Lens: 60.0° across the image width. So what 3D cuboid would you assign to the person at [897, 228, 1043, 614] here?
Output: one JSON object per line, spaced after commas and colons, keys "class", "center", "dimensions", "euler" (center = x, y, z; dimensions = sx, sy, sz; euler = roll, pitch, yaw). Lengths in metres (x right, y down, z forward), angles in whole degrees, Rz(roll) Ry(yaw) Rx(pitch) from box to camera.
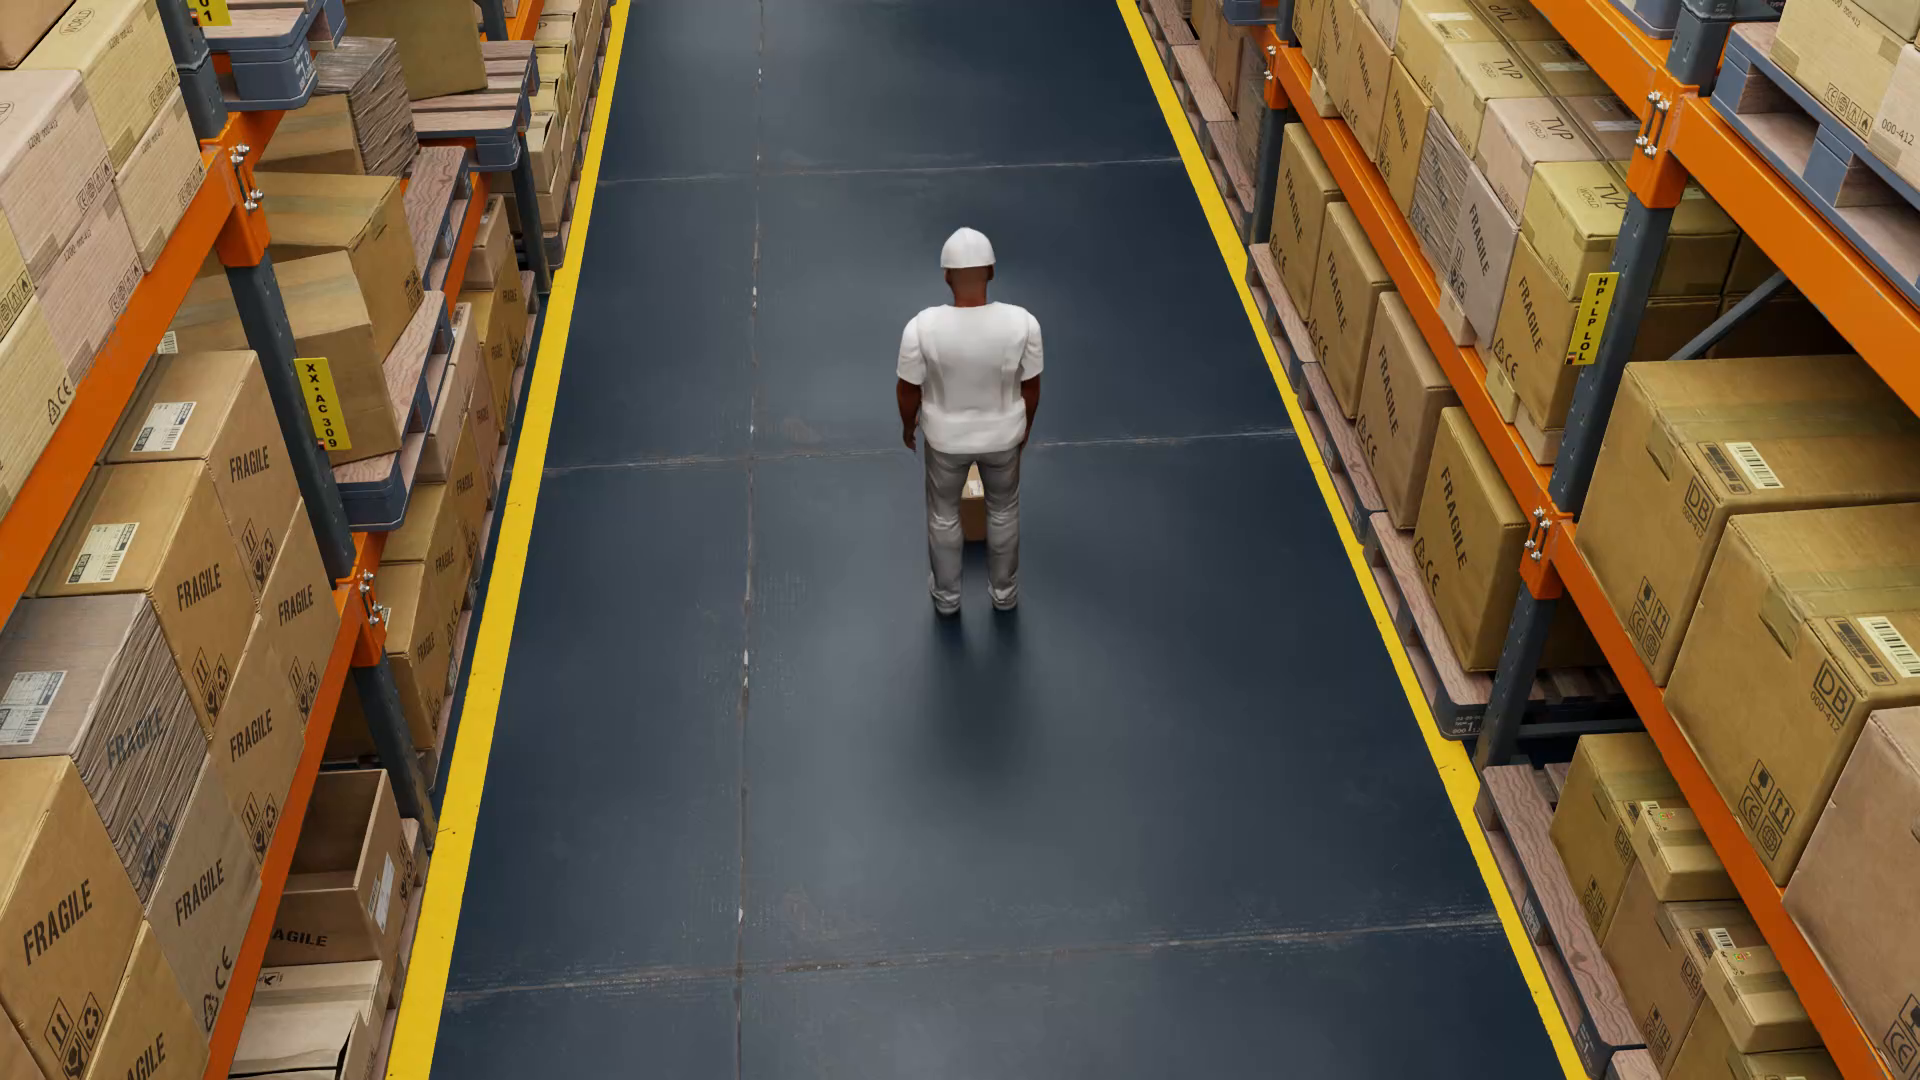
{"class": "person", "center": [0.036, -0.444, 6.697], "dimensions": [0.571, 1.757, 0.379], "euler": [-2, 39, -3]}
